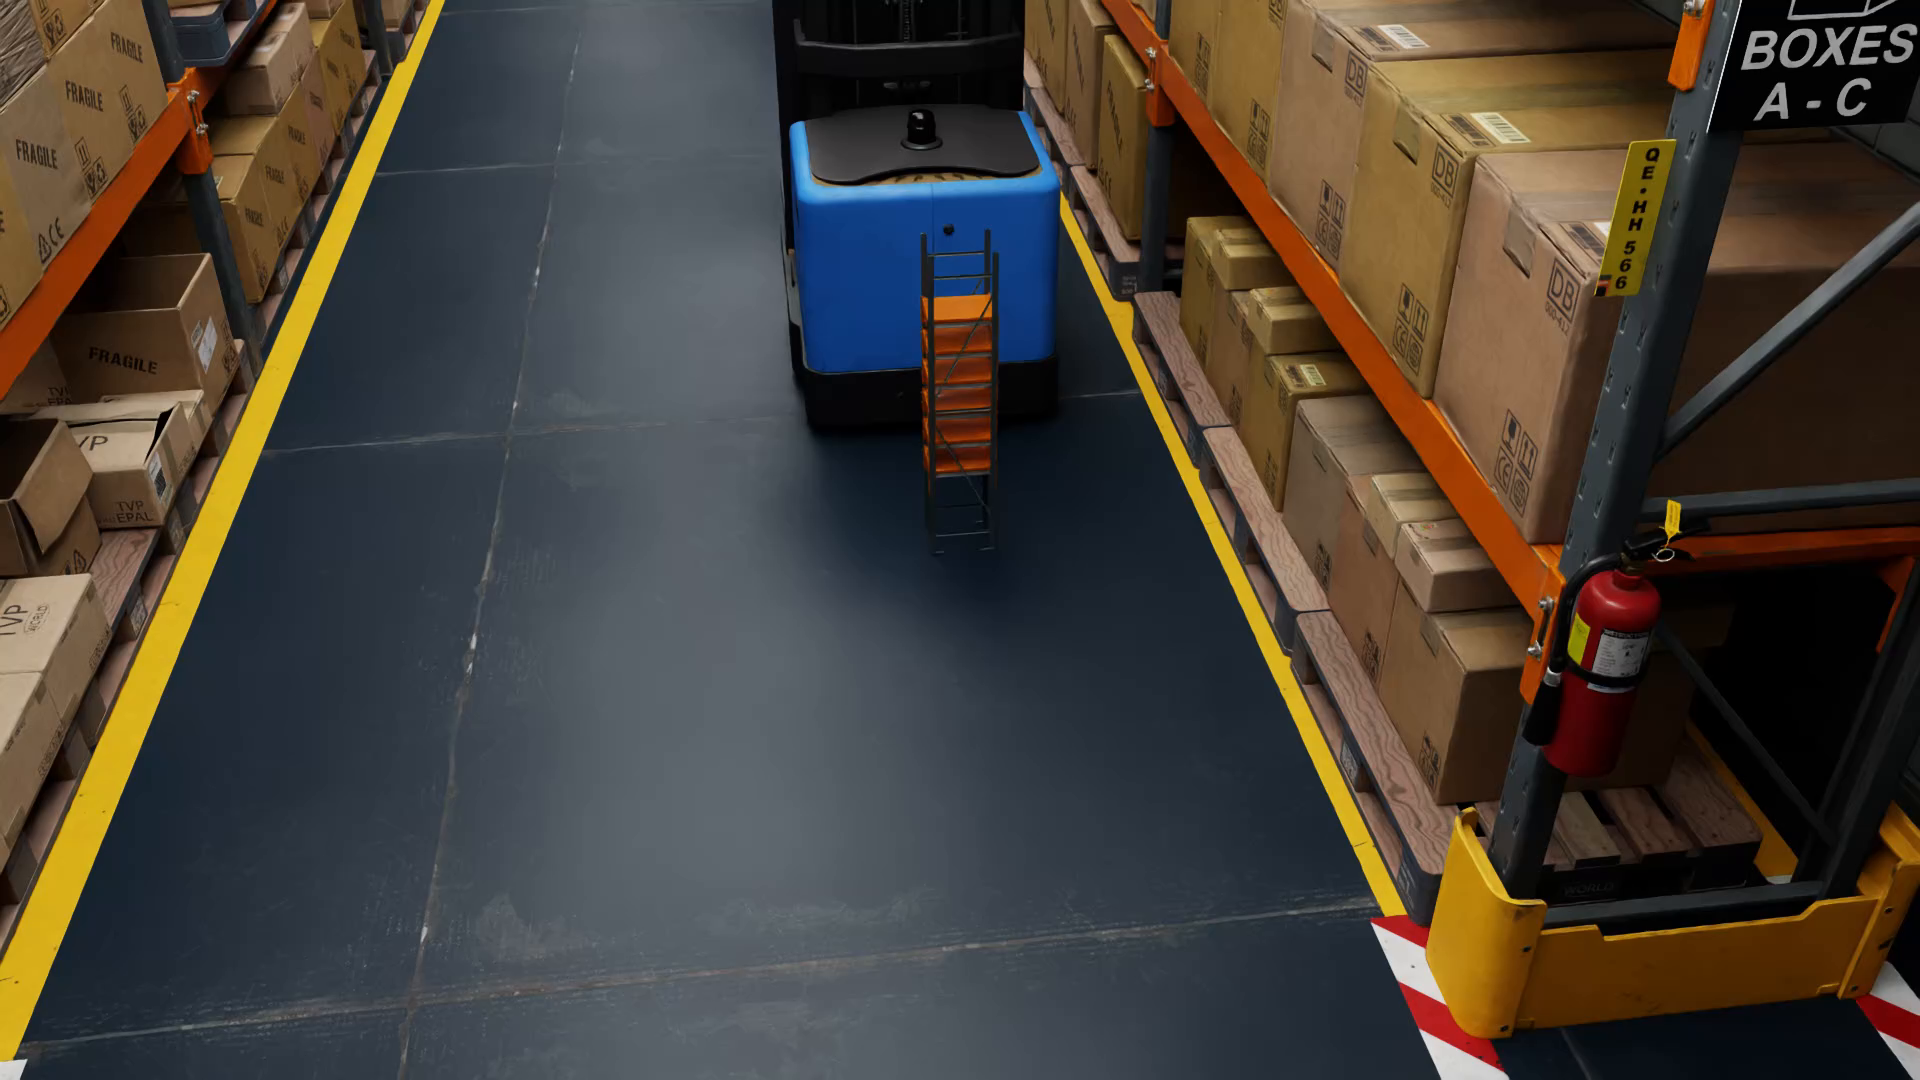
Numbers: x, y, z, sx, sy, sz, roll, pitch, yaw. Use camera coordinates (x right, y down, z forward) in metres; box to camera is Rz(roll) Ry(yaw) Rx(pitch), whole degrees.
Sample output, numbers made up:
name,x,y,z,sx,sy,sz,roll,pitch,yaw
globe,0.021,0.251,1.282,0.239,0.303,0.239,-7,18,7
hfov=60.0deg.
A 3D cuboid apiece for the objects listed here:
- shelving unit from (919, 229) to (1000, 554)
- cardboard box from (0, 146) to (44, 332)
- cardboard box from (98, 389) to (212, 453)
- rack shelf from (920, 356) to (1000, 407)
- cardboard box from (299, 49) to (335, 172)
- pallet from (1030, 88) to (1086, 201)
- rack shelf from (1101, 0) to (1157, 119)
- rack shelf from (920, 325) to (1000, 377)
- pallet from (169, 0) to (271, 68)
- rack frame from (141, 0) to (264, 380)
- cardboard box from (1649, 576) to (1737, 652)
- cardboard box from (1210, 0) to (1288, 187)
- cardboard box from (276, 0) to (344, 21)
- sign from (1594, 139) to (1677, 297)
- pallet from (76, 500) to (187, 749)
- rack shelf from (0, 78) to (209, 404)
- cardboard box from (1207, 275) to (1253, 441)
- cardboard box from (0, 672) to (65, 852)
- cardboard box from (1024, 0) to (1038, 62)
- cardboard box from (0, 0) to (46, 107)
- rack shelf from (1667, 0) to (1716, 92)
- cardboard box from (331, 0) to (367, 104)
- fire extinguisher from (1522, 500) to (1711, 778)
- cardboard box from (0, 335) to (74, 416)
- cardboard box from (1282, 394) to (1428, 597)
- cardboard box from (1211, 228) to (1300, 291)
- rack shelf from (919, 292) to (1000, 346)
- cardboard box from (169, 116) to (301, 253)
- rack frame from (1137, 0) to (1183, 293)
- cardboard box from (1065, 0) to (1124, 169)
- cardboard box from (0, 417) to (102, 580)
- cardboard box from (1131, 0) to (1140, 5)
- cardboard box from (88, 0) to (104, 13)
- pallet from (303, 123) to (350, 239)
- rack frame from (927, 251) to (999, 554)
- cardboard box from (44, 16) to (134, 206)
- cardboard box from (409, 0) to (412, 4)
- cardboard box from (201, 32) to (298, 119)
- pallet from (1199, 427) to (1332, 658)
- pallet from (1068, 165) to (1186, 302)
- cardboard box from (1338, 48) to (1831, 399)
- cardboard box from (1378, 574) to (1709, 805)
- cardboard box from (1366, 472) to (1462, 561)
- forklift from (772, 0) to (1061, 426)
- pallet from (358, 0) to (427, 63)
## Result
name,x,y,z,sx,sy,sz,roll,pitch,yaw
shelving unit,-0.002,-0.504,5.924,0.258,1.200,0.189,-4,35,-6
cardboard box,-3.042,-0.864,4.766,0.500,0.500,0.500,-4,34,-6
cardboard box,-3.109,-0.443,6.378,0.380,0.149,0.250,-4,35,-6
rack shelf,-0.002,-0.566,5.881,0.258,0.103,0.180,-4,35,-6
cardboard box,-3.610,-2.236,8.697,0.500,0.500,0.500,-6,35,-8
pallet,0.986,-2.273,9.398,1.003,0.211,1.213,-4,35,-6
rack shelf,1.062,-3.137,8.828,1.077,0.370,4.000,-4,35,-6
rack shelf,-0.002,-0.665,5.814,0.258,0.103,0.180,-4,35,-6
pallet,-3.576,-2.315,7.155,1.003,0.211,1.213,-4,35,-6
rack frame,-3.577,-1.941,6.434,1.000,3.000,0.127,-4,35,-6
cardboard box,1.891,0.177,4.597,0.380,0.149,0.250,-4,34,-6
cardboard box,1.481,-1.730,5.859,0.980,0.700,0.700,-5,35,-8
cardboard box,-3.745,-3.096,9.293,0.500,0.250,0.500,-3,34,-5
sign,1.330,-0.629,3.271,0.100,0.325,0.005,-4,35,-6
pallet,-3.318,0.277,5.656,1.003,0.211,1.213,-4,35,-6
rack shelf,-3.308,-0.527,4.999,1.077,0.370,4.000,-4,35,-6
cardboard box,1.395,-0.753,6.538,0.700,0.500,0.500,-5,35,-7
cardboard box,-2.898,0.642,4.695,0.500,0.250,0.500,-4,35,-6
cardboard box,0.762,-3.415,10.133,0.750,0.750,0.750,-5,35,-7
cardboard box,-3.113,-1.566,4.907,0.500,0.500,0.500,-4,34,-6
rack shelf,1.600,-2.144,4.708,1.077,0.370,4.000,-4,35,-6
cardboard box,-3.756,-2.817,9.550,0.500,0.500,0.500,-3,34,-5
fire extinguisher,1.432,0.219,3.664,0.296,0.674,0.183,-4,35,-6
cardboard box,-3.735,-0.761,6.700,0.500,0.311,0.500,-4,35,-6
cardboard box,1.540,-0.169,5.681,0.700,0.500,0.500,-5,35,-8
cardboard box,1.196,-1.096,6.466,0.380,0.149,0.250,-3,34,-5
rack shelf,-0.002,-0.765,5.746,0.258,0.103,0.180,-4,35,-6
cardboard box,-3.483,-1.675,7.873,0.500,0.500,0.500,-4,34,-6
rack frame,1.331,-2.318,6.988,1.000,3.000,0.127,-4,35,-6
cardboard box,0.993,-2.452,8.720,0.750,0.750,0.750,-3,34,-5
cardboard box,-3.319,-0.043,5.475,0.797,0.503,0.637,-4,35,-6
cardboard box,0.948,-2.529,7.502,0.380,0.149,0.250,-4,34,-5
cardboard box,-3.252,-2.133,5.739,0.500,0.500,0.500,-4,34,-6
pallet,-3.891,-1.922,8.882,1.003,0.211,1.213,-4,35,-6
rack frame,0.010,-0.453,5.849,0.240,1.200,0.006,-4,35,-6
cardboard box,-3.185,-1.435,5.603,0.500,0.500,0.500,-3,34,-5
cardboard box,-3.963,-3.805,11.238,0.500,0.250,0.500,-5,35,-8
cardboard box,-3.535,-2.246,8.045,0.500,0.250,0.500,-4,35,-6
pallet,1.523,-0.053,6.140,1.003,0.211,1.213,-4,35,-6
pallet,1.153,-1.590,8.396,1.003,0.211,1.213,-4,35,-6
cardboard box,1.682,-0.899,4.639,0.980,0.700,0.700,-5,35,-7
cardboard box,1.676,0.391,4.860,0.700,0.500,0.500,-4,35,-6
cardboard box,1.443,-0.078,4.971,0.380,0.149,0.250,-3,34,-5
forklift,-0.295,-2.496,7.309,1.130,2.935,3.031,-4,34,-6
pallet,-4.187,-3.483,11.173,1.003,0.211,1.213,-4,35,-6
